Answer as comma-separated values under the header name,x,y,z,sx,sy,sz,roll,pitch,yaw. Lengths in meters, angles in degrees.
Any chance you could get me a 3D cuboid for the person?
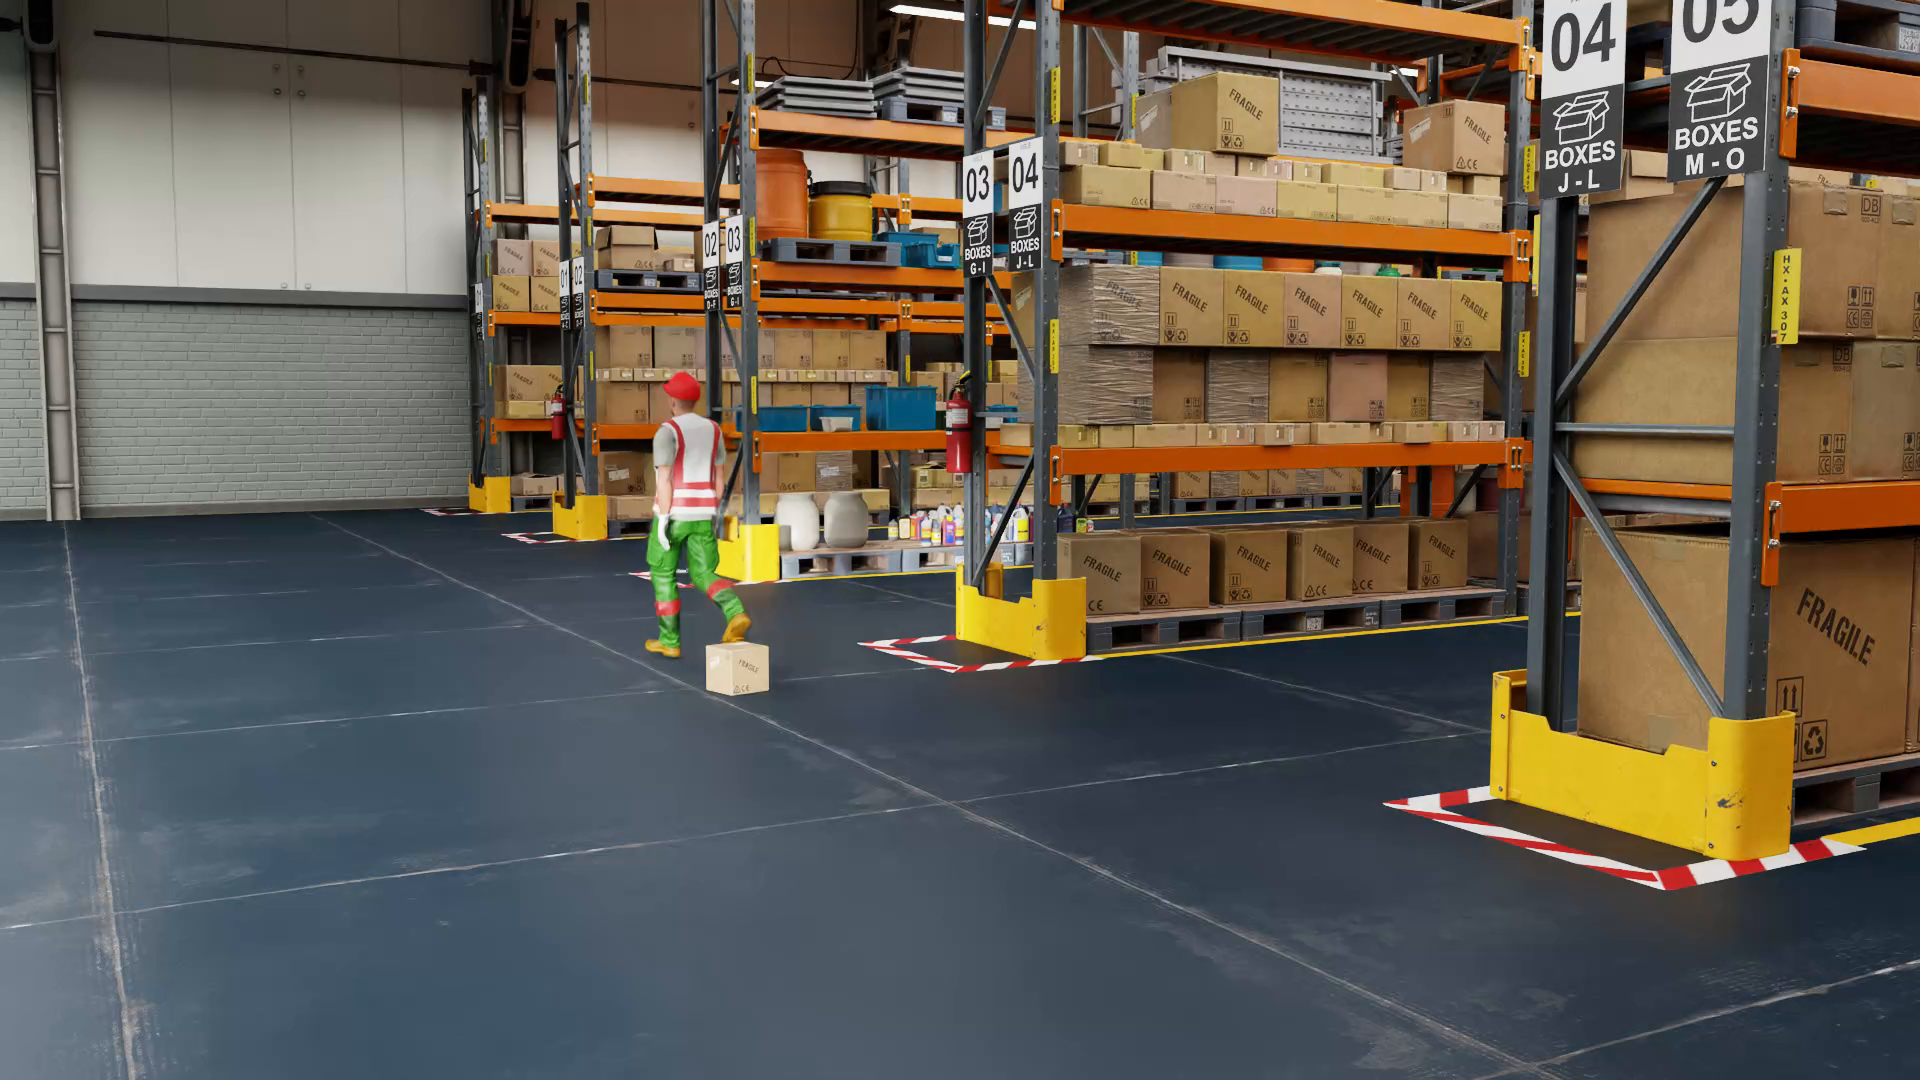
name,x,y,z,sx,sy,sz,roll,pitch,yaw
person,-1.634,-0.145,10.188,0.887,1.764,0.543,5,7,45
